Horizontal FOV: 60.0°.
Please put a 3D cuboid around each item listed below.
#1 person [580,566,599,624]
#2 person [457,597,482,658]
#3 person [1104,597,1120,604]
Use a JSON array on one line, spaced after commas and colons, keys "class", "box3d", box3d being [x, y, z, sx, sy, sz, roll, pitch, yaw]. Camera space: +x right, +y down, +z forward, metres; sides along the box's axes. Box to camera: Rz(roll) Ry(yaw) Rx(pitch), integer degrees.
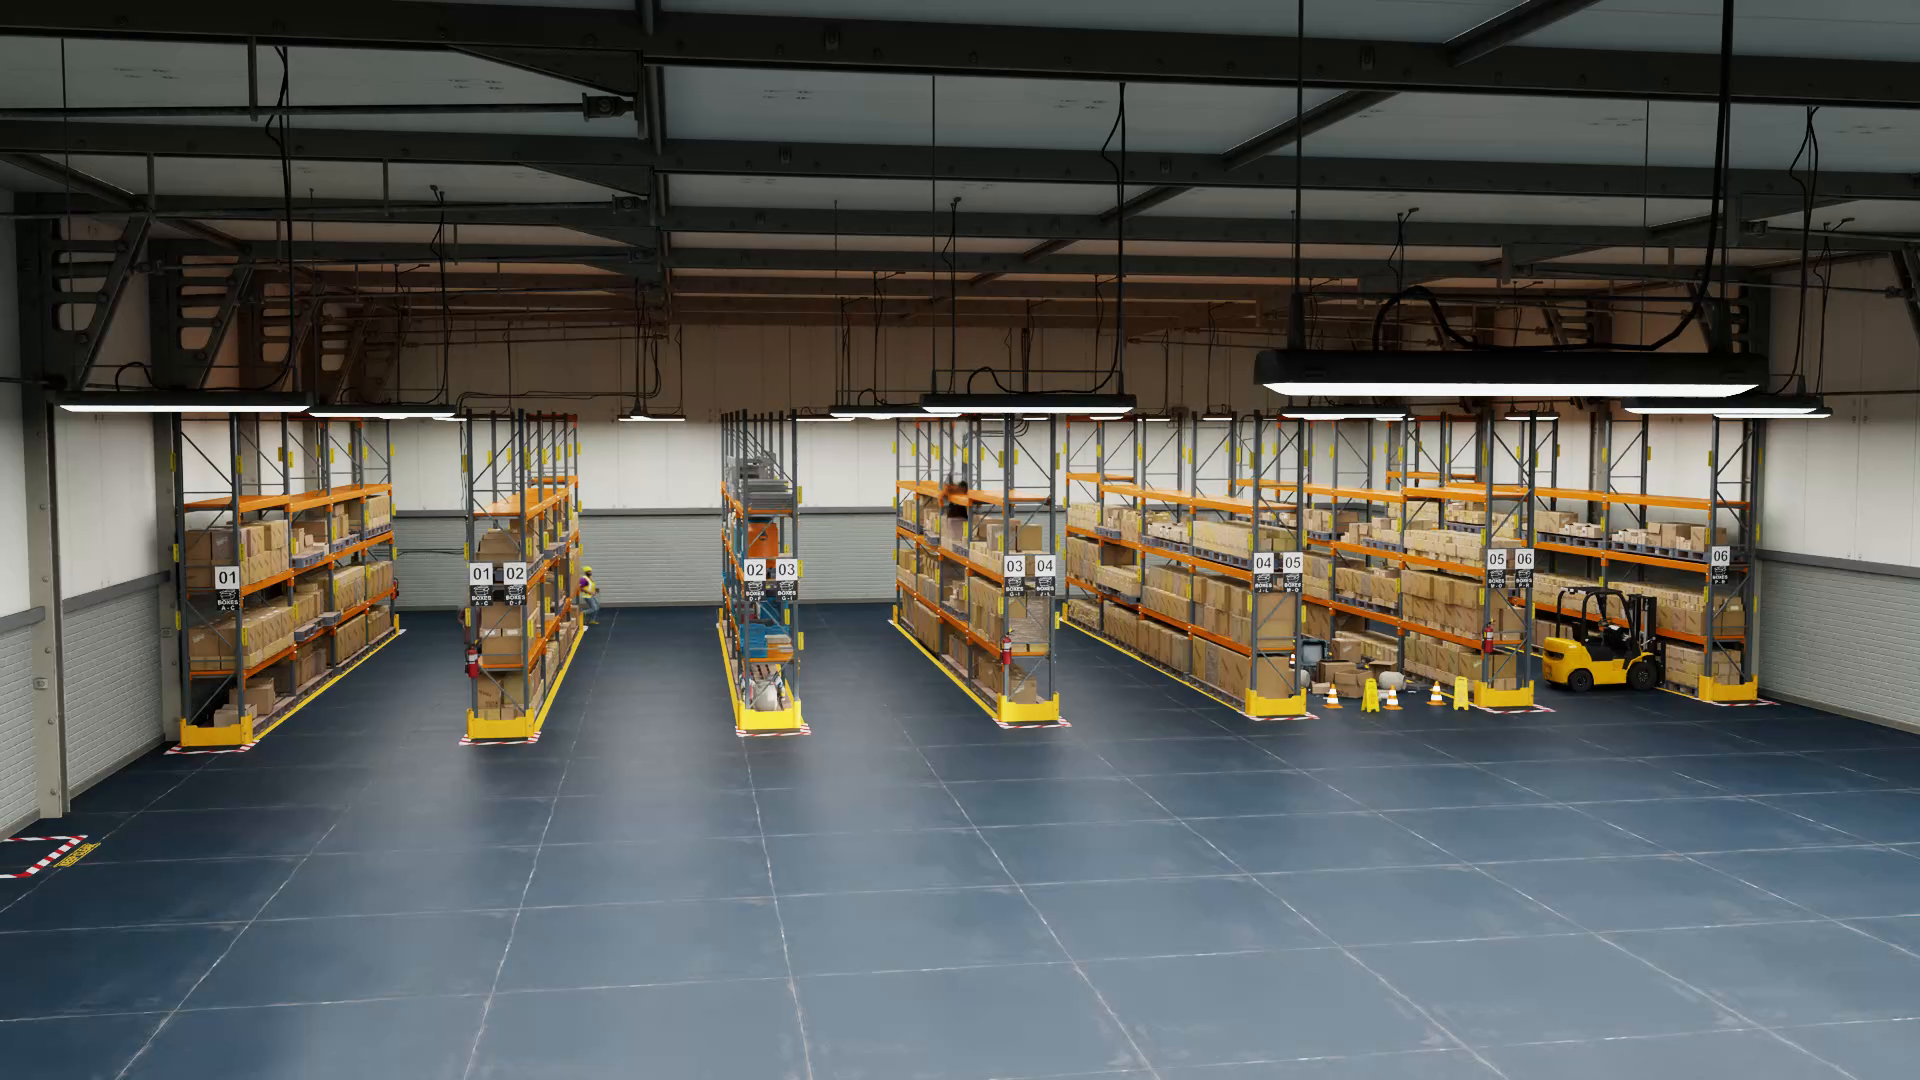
[{"class": "person", "box3d": [-10.606, 1.586, 47.384, 0.566, 1.687, 0.708, 0, 4, 3]}, {"class": "person", "box3d": [-11.323, 2.198, 38.701, 0.705, 1.644, 0.661, -1, 4, -16]}, {"class": "person", "box3d": [4.432, 1.499, 49.563, 0.705, 1.538, 0.594, 3, 5, 38]}]
